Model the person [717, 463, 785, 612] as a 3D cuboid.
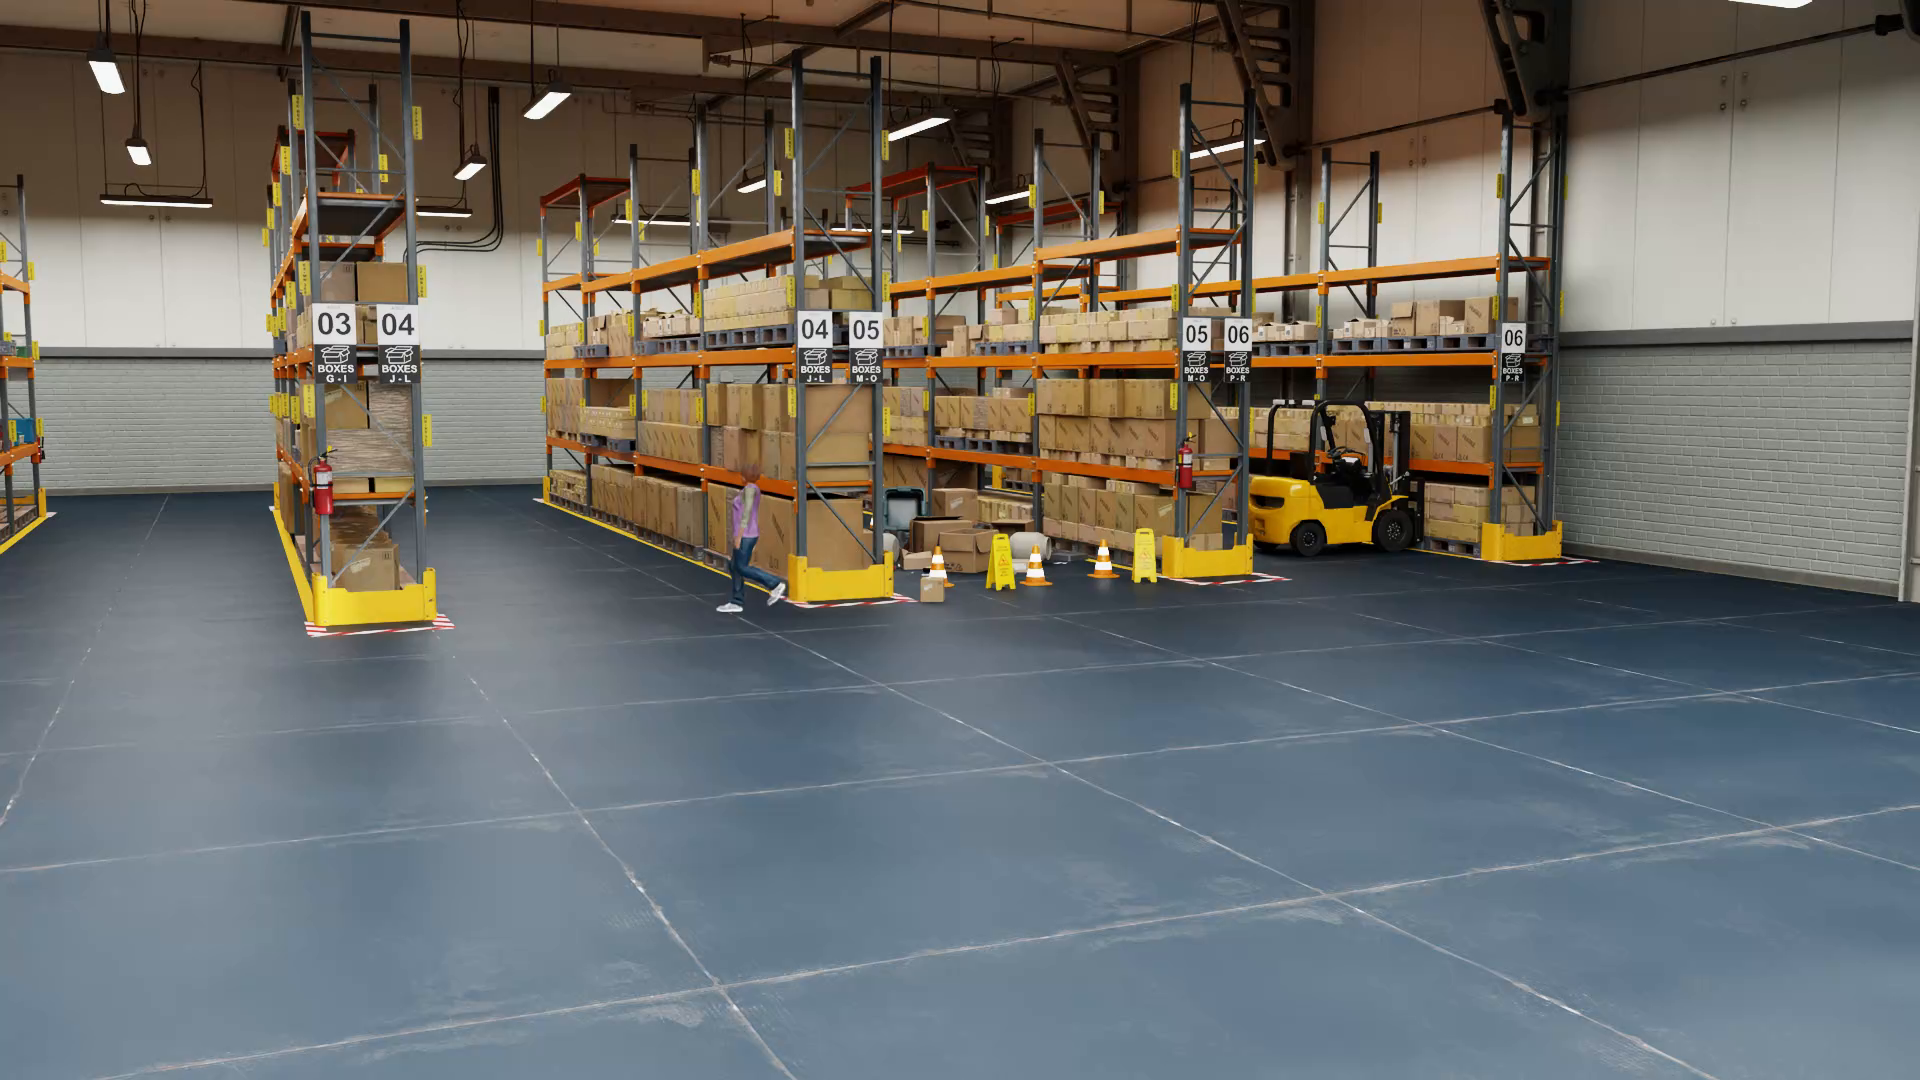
[{"bbox_3d":[-2.195,-0.019,17.468,0.725,1.554,0.425,0,6,-1],"label":"person"}]
